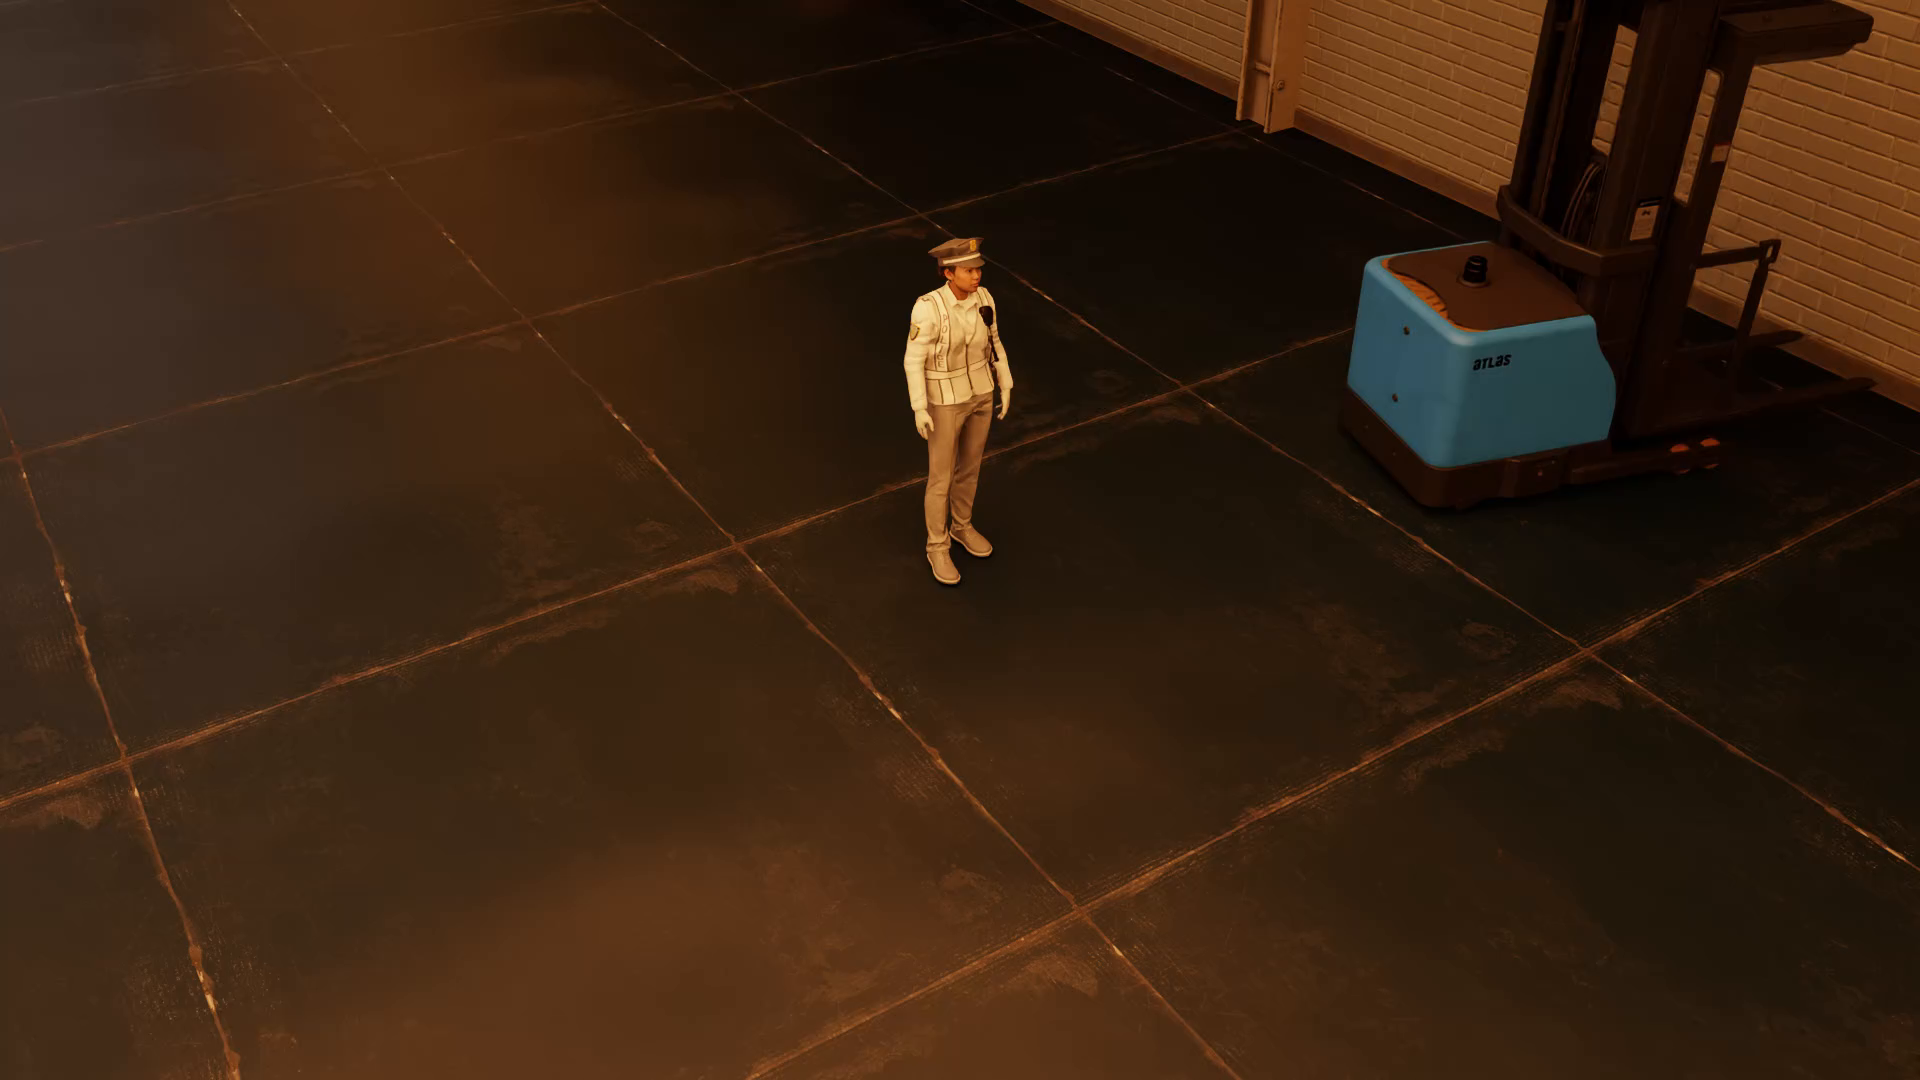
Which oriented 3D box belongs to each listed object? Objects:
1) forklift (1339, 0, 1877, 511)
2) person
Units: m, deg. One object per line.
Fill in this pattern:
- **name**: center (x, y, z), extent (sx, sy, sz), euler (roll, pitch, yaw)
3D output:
- **forklift**: center (3.752, -1.844, 8.772), extent (3.031, 2.935, 1.130), euler (-10, 36, -14)
- **person**: center (0.032, -0.664, 8.156), extent (0.587, 1.695, 0.531), euler (-21, 40, -27)
